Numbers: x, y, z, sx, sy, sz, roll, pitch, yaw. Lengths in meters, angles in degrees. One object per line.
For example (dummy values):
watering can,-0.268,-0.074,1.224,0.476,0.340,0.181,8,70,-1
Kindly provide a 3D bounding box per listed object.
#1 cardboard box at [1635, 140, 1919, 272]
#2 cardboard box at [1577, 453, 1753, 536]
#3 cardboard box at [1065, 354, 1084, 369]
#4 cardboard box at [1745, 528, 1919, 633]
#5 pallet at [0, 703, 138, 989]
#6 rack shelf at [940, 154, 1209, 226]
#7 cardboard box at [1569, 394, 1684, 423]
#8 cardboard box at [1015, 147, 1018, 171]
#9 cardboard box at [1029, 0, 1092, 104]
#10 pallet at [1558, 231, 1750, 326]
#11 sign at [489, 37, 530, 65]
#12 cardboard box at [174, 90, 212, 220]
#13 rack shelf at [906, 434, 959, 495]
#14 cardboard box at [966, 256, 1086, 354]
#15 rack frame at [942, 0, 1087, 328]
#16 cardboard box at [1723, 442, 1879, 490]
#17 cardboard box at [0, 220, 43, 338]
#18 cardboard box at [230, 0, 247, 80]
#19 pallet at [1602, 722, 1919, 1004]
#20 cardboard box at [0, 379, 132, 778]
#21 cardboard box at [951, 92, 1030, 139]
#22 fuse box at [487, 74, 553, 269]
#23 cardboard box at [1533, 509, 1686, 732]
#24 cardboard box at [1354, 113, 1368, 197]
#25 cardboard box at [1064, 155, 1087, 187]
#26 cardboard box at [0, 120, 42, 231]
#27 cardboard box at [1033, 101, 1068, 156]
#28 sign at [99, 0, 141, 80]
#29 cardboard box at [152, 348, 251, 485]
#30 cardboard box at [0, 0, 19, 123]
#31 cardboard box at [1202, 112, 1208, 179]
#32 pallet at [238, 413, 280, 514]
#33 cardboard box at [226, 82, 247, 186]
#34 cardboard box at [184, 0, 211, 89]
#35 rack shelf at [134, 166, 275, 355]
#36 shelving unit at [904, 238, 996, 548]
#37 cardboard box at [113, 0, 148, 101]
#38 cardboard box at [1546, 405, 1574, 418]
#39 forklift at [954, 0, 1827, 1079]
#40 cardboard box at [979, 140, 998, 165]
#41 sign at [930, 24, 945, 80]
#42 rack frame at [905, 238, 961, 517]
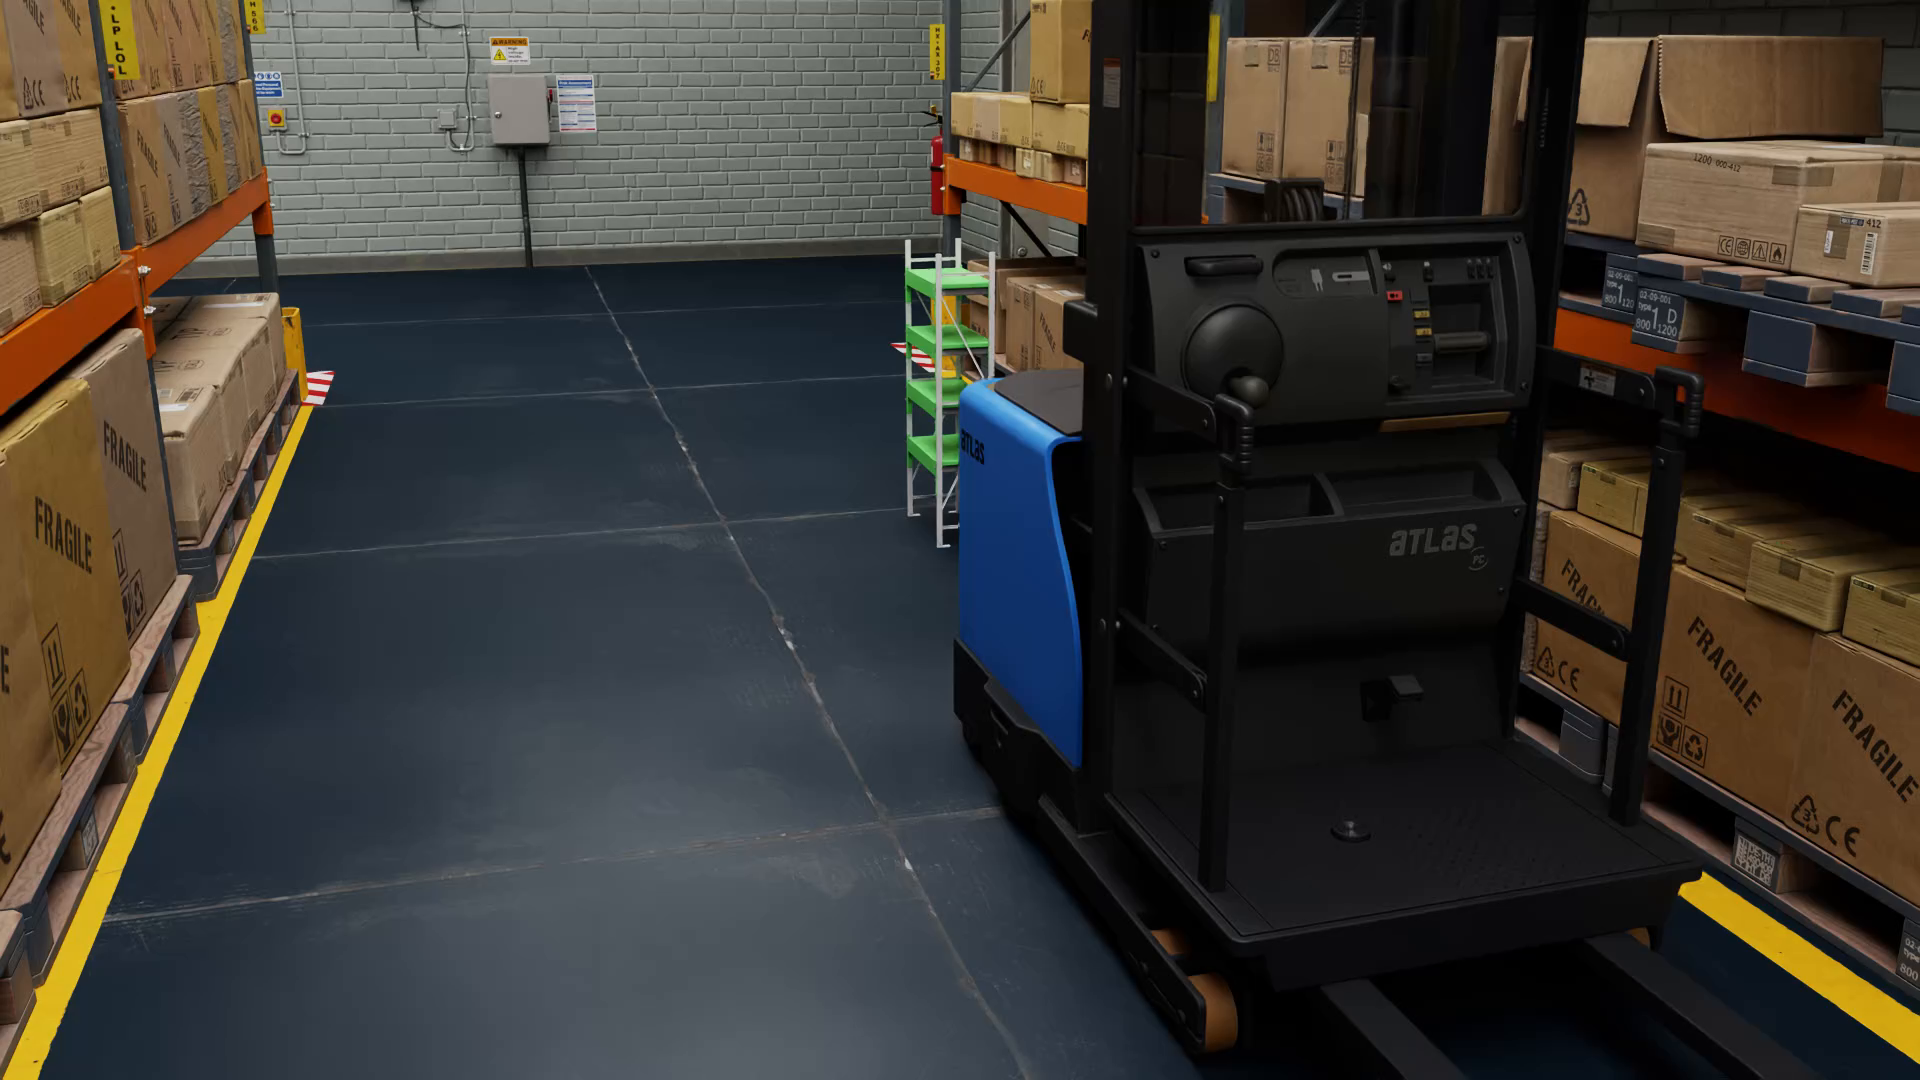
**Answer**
cardboard box,1.984,-0.800,3.934,0.500,0.250,0.500,-6,18,-18
cardboard box,1.973,-0.131,4.662,0.380,0.149,0.250,-5,17,-16
cardboard box,0.947,-0.918,8.411,0.700,0.500,0.500,-5,18,-17
cardboard box,2.101,0.091,3.923,0.380,0.149,0.250,-6,18,-18
pallet,-2.662,0.763,4.045,1.003,0.211,1.213,-5,17,-15
rack shelf,0.937,-1.720,8.715,1.077,0.370,4.000,-5,17,-15
cardboard box,2.261,-0.392,5.532,0.380,0.149,0.250,-4,17,-14
cardboard box,0.522,-2.100,9.167,0.380,0.149,0.250,-4,17,-14
cardboard box,0.665,-2.486,8.454,0.500,0.500,0.500,-4,17,-14
pallet,2.047,-0.851,4.903,1.003,0.211,1.213,-5,17,-15
sign,-4.007,-4.356,14.805,0.339,0.242,0.001,-5,17,-15
cardboard box,-3.427,-1.594,6.870,0.500,0.500,0.500,-5,17,-15
rack shelf,-0.046,-0.329,7.019,0.258,0.148,0.480,-5,17,-15
cardboard box,0.464,-1.447,10.163,0.797,0.503,0.637,-5,18,-17
rack frame,0.387,-2.618,10.453,1.000,3.000,0.127,-5,17,-15
cardboard box,2.445,-0.177,4.816,0.380,0.149,0.250,-5,17,-16
cardboard box,-2.661,-0.660,4.196,0.500,0.250,0.500,-5,17,-17
cardboard box,-4.023,-2.637,8.604,0.500,0.500,0.500,-4,17,-13
pallet,2.417,0.721,4.185,1.003,0.211,1.213,-5,17,-15
cardboard box,-2.782,0.113,4.325,0.875,0.875,0.875,-4,17,-14
cardboard box,0.253,-2.542,9.943,0.500,0.250,0.500,-5,17,-15
fuse box,-3.897,-3.291,14.933,0.539,1.711,0.414,-5,17,-15
cardboard box,1.989,0.207,4.663,0.500,0.500,0.500,-4,17,-13
cardboard box,1.499,-1.234,5.348,0.396,0.266,0.258,-4,17,-13
cardboard box,0.749,-1.888,8.458,0.380,0.149,0.250,-5,17,-15
cardboard box,-2.638,-0.902,4.134,0.500,0.250,0.500,-4,17,-14
cardboard box,0.695,-2.122,8.548,0.500,0.250,0.500,-5,17,-17
sign,-2.766,-1.680,5.456,0.100,0.325,0.005,-5,17,-15
cardboard box,-3.601,-0.522,7.199,0.875,0.438,0.875,-5,17,-17
cardboard box,-2.651,-1.257,4.010,0.500,0.500,0.500,-4,17,-14
cardboard box,1.112,-1.704,7.153,0.500,0.250,0.500,-4,17,-14
pallet,-3.758,-0.337,7.707,1.003,0.211,1.213,-5,17,-15
cardboard box,-3.874,-2.020,8.288,0.500,0.500,0.500,-5,17,-16
cardboard box,-3.582,-2.218,7.210,0.500,0.500,0.500,-5,17,-16
rack shelf,-3.835,-1.327,7.405,1.077,0.370,4.000,-5,17,-15
shelving unit,-0.046,-0.620,6.932,0.258,1.200,0.503,-5,17,-15
cardboard box,-3.183,-1.796,5.804,0.500,0.500,0.500,-5,17,-15
cardboard box,1.748,-0.350,5.389,0.380,0.149,0.250,-4,17,-13
forklift,0.902,-0.472,3.429,1.130,2.935,3.031,-5,17,-16
cardboard box,0.328,-2.318,9.892,0.380,0.149,0.250,-4,17,-14
sign,-0.135,-2.989,10.185,0.100,0.325,0.005,-5,17,-15
rack frame,-0.113,-0.688,7.157,0.240,1.200,0.015,-5,17,-15
